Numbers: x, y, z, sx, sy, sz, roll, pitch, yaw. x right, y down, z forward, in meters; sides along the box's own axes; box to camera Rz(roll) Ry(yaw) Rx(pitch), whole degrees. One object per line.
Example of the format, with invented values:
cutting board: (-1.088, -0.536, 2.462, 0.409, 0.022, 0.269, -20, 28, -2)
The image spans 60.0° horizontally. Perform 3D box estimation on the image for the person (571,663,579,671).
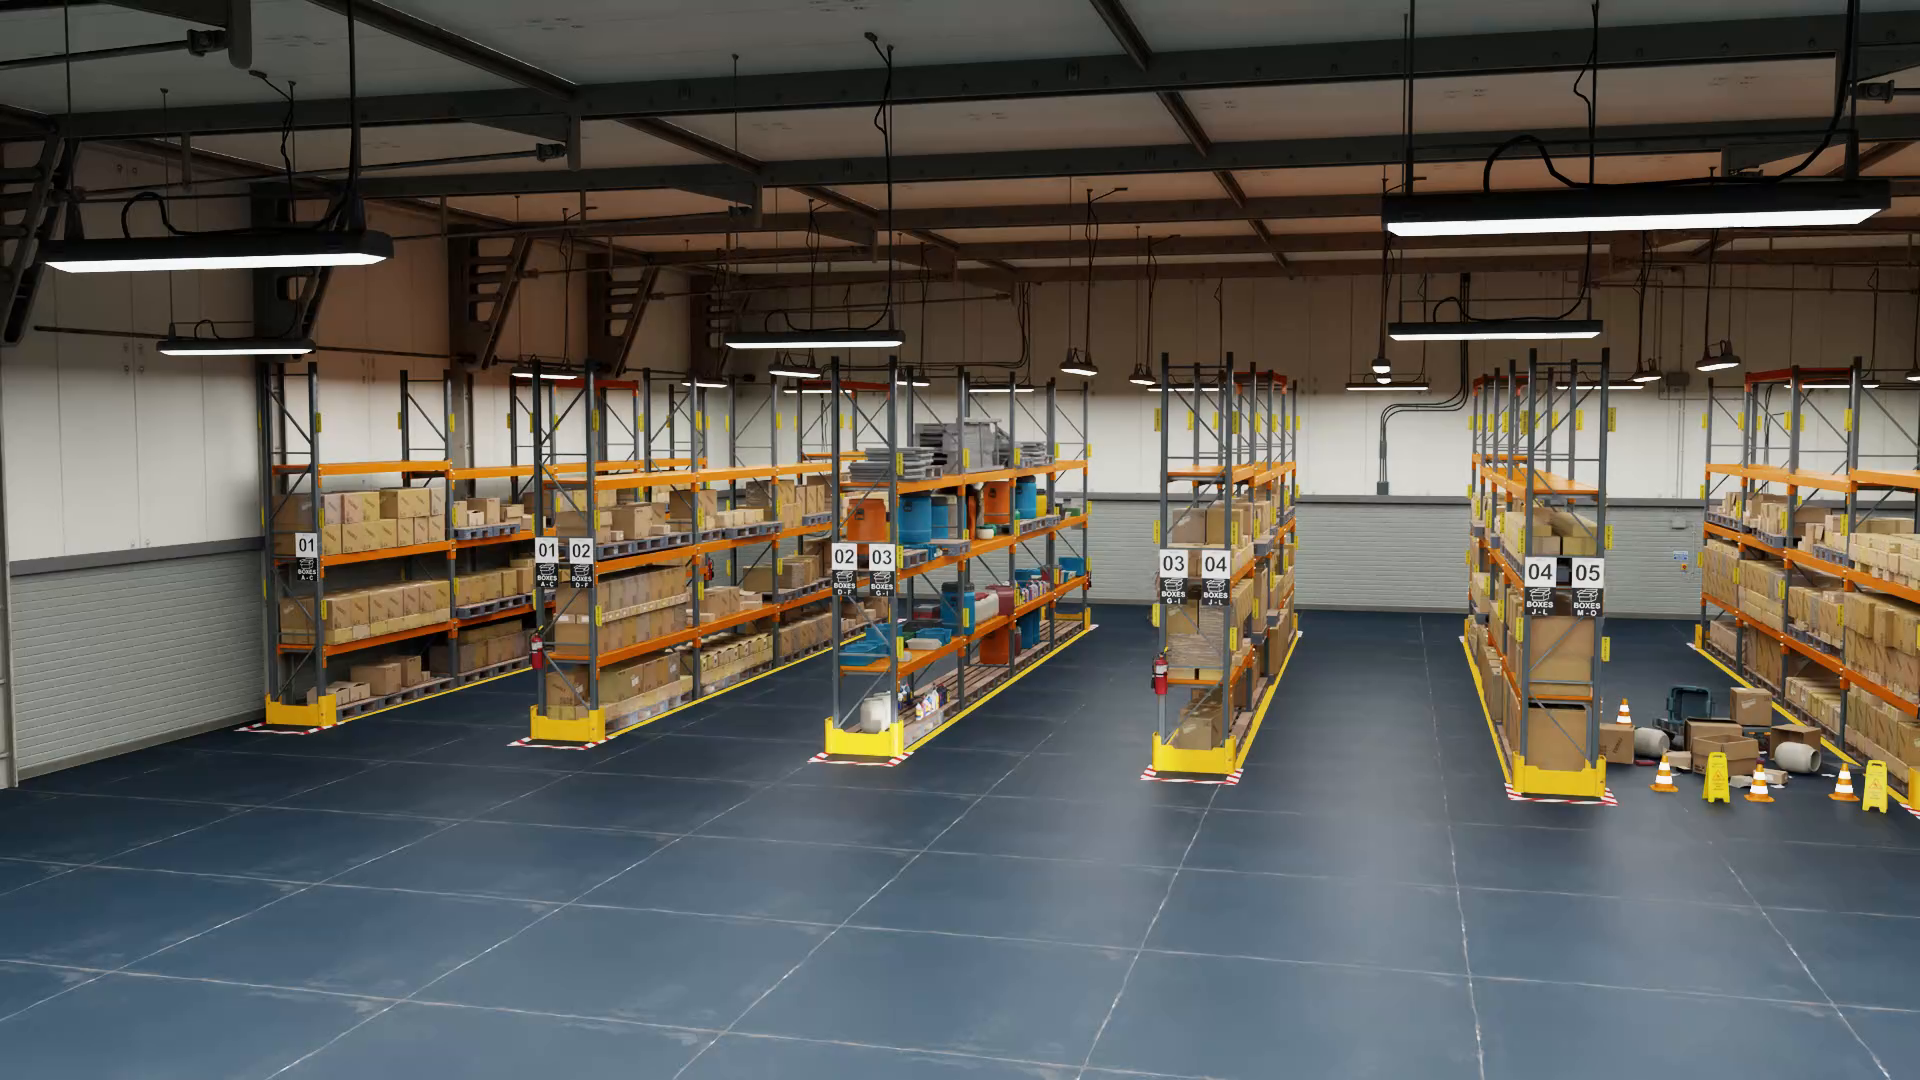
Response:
person: (-7.320, 2.004, 31.981, 0.656, 1.620, 0.991, 0, 4, -2)

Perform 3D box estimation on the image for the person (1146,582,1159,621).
person: (5.179, 1.280, 41.195, 1.155, 1.619, 0.715, 3, 5, 34)

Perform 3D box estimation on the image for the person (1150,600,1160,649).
person: (4.148, 1.796, 33.549, 0.616, 1.590, 0.948, 2, 4, 23)
